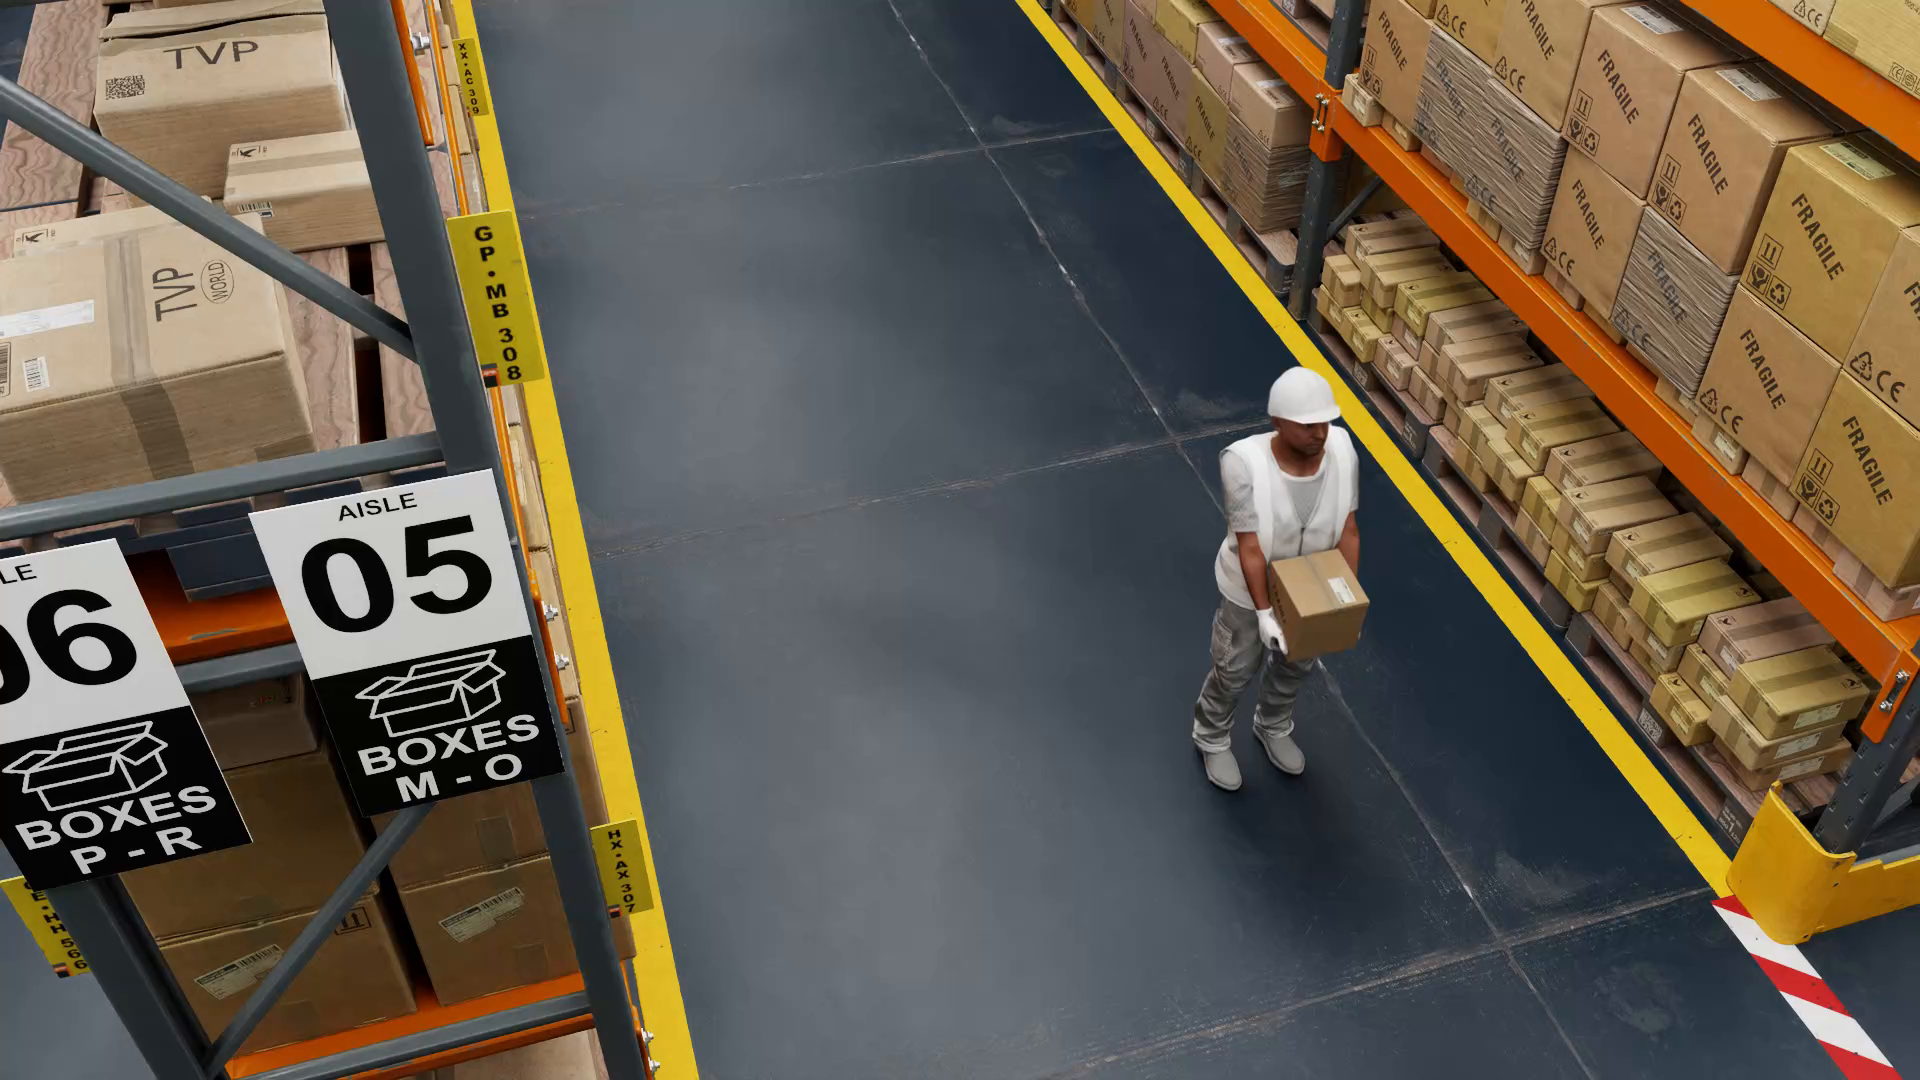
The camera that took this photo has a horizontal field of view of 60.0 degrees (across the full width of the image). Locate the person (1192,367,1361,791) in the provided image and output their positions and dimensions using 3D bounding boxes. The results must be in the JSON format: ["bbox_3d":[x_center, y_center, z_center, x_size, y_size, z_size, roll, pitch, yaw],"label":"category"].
[{"bbox_3d":[1.166,0.220,5.903,0.487,1.778,0.573,-11,43,-12],"label":"person"}]
